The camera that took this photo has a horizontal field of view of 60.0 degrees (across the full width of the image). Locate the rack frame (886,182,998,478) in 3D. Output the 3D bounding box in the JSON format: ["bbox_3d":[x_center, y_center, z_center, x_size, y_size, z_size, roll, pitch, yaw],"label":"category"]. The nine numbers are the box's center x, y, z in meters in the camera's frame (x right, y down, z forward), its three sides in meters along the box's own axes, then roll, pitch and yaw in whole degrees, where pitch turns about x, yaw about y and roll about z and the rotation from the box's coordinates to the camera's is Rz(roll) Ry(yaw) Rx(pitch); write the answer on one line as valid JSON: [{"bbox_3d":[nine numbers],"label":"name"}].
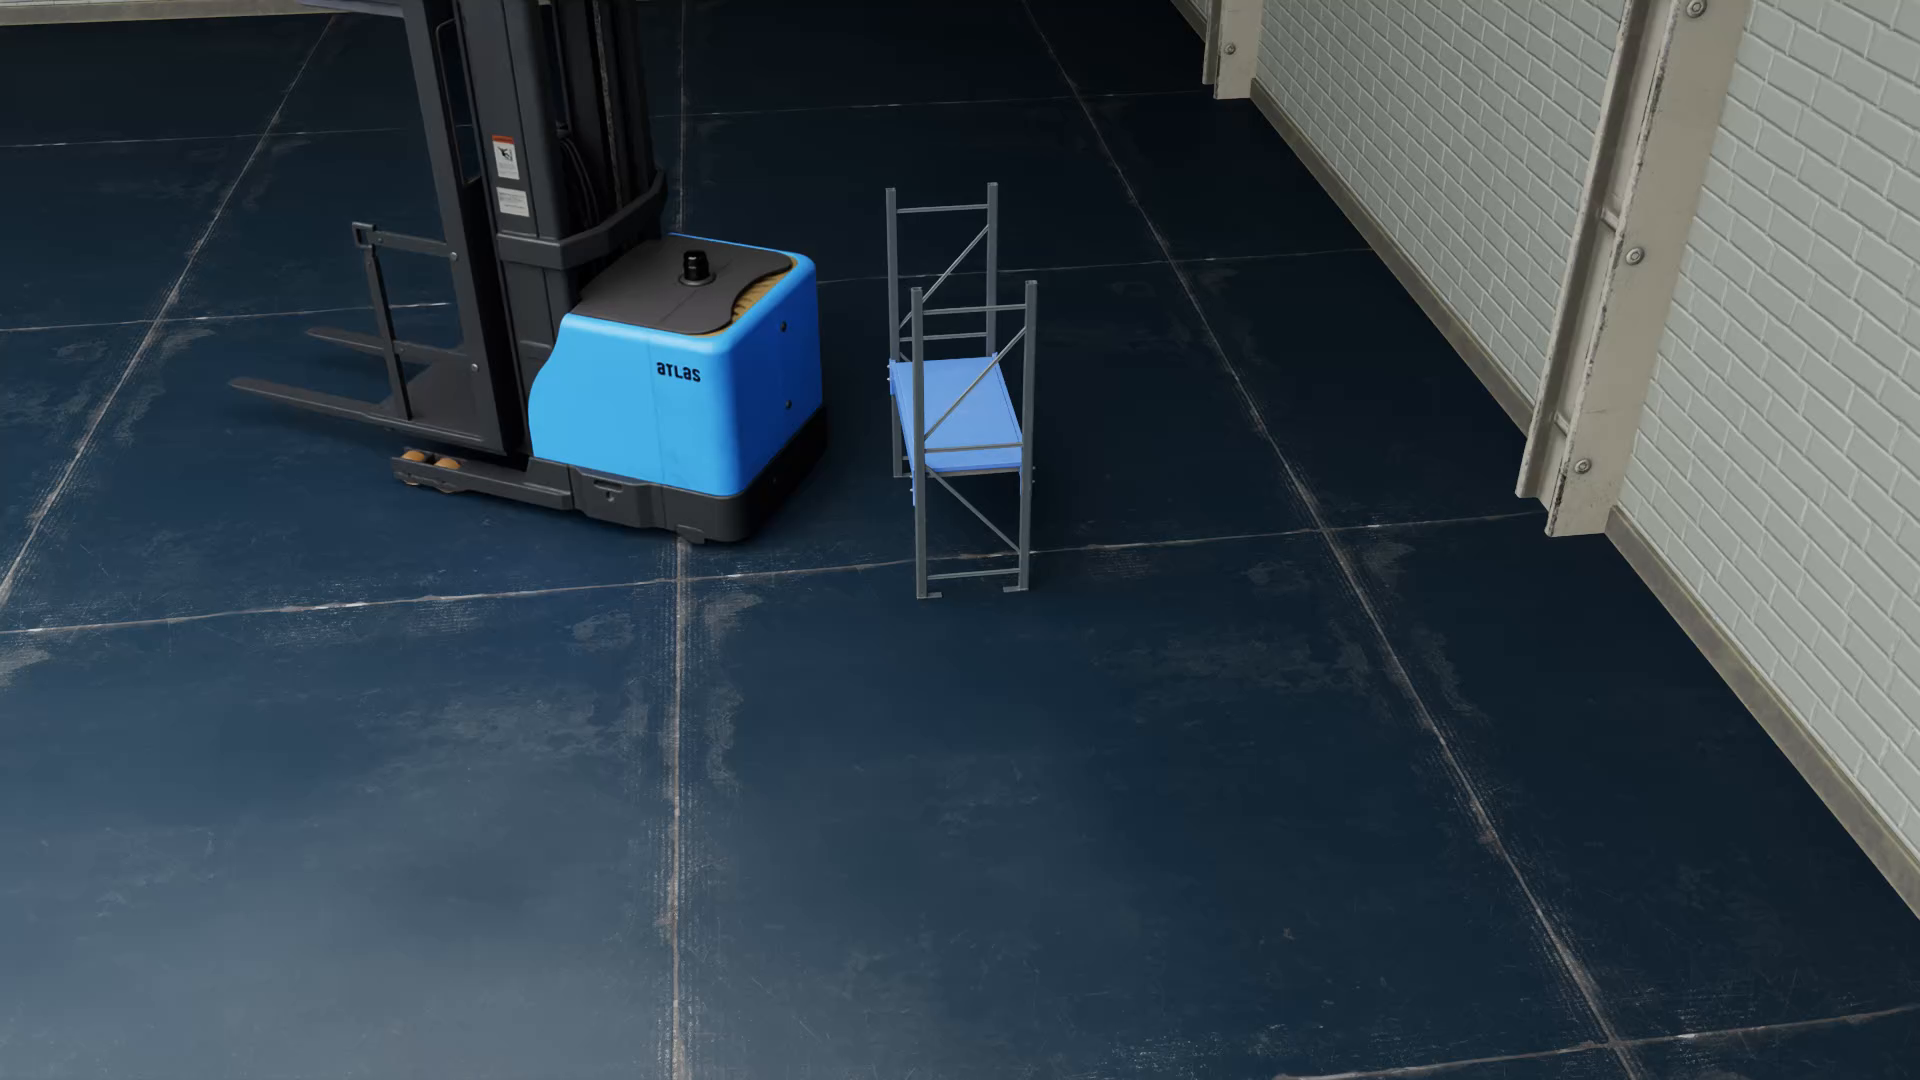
[{"bbox_3d":[-0.080,-0.951,7.814,0.500,1.500,0.032,-4,35,-6],"label":"rack frame"}]

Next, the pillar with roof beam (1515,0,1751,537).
[{"bbox_3d":[-1.387,-3.529,4.938,9.100,9.000,0.400,-4,35,-6],"label":"pillar with roof beam"}]

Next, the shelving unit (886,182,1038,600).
[{"bbox_3d":[-0.011,-0.667,7.397,0.538,1.500,1.048,-4,35,-6],"label":"shelving unit"}]

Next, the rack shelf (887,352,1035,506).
[{"bbox_3d":[-0.011,-0.519,7.499,0.538,0.185,1.000,-4,35,-6],"label":"rack shelf"}]

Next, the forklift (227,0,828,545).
[{"bbox_3d":[-2.232,-1.704,7.647,3.031,2.935,1.130,12,36,17],"label":"forklift"}]

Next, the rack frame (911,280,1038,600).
[{"bbox_3d":[0.057,-0.384,6.981,0.500,1.500,0.032,-4,35,-6],"label":"rack frame"}]

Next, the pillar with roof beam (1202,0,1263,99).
[{"bbox_3d":[-2.194,-6.877,9.851,9.100,9.000,0.400,-4,35,-6],"label":"pillar with roof beam"}]
